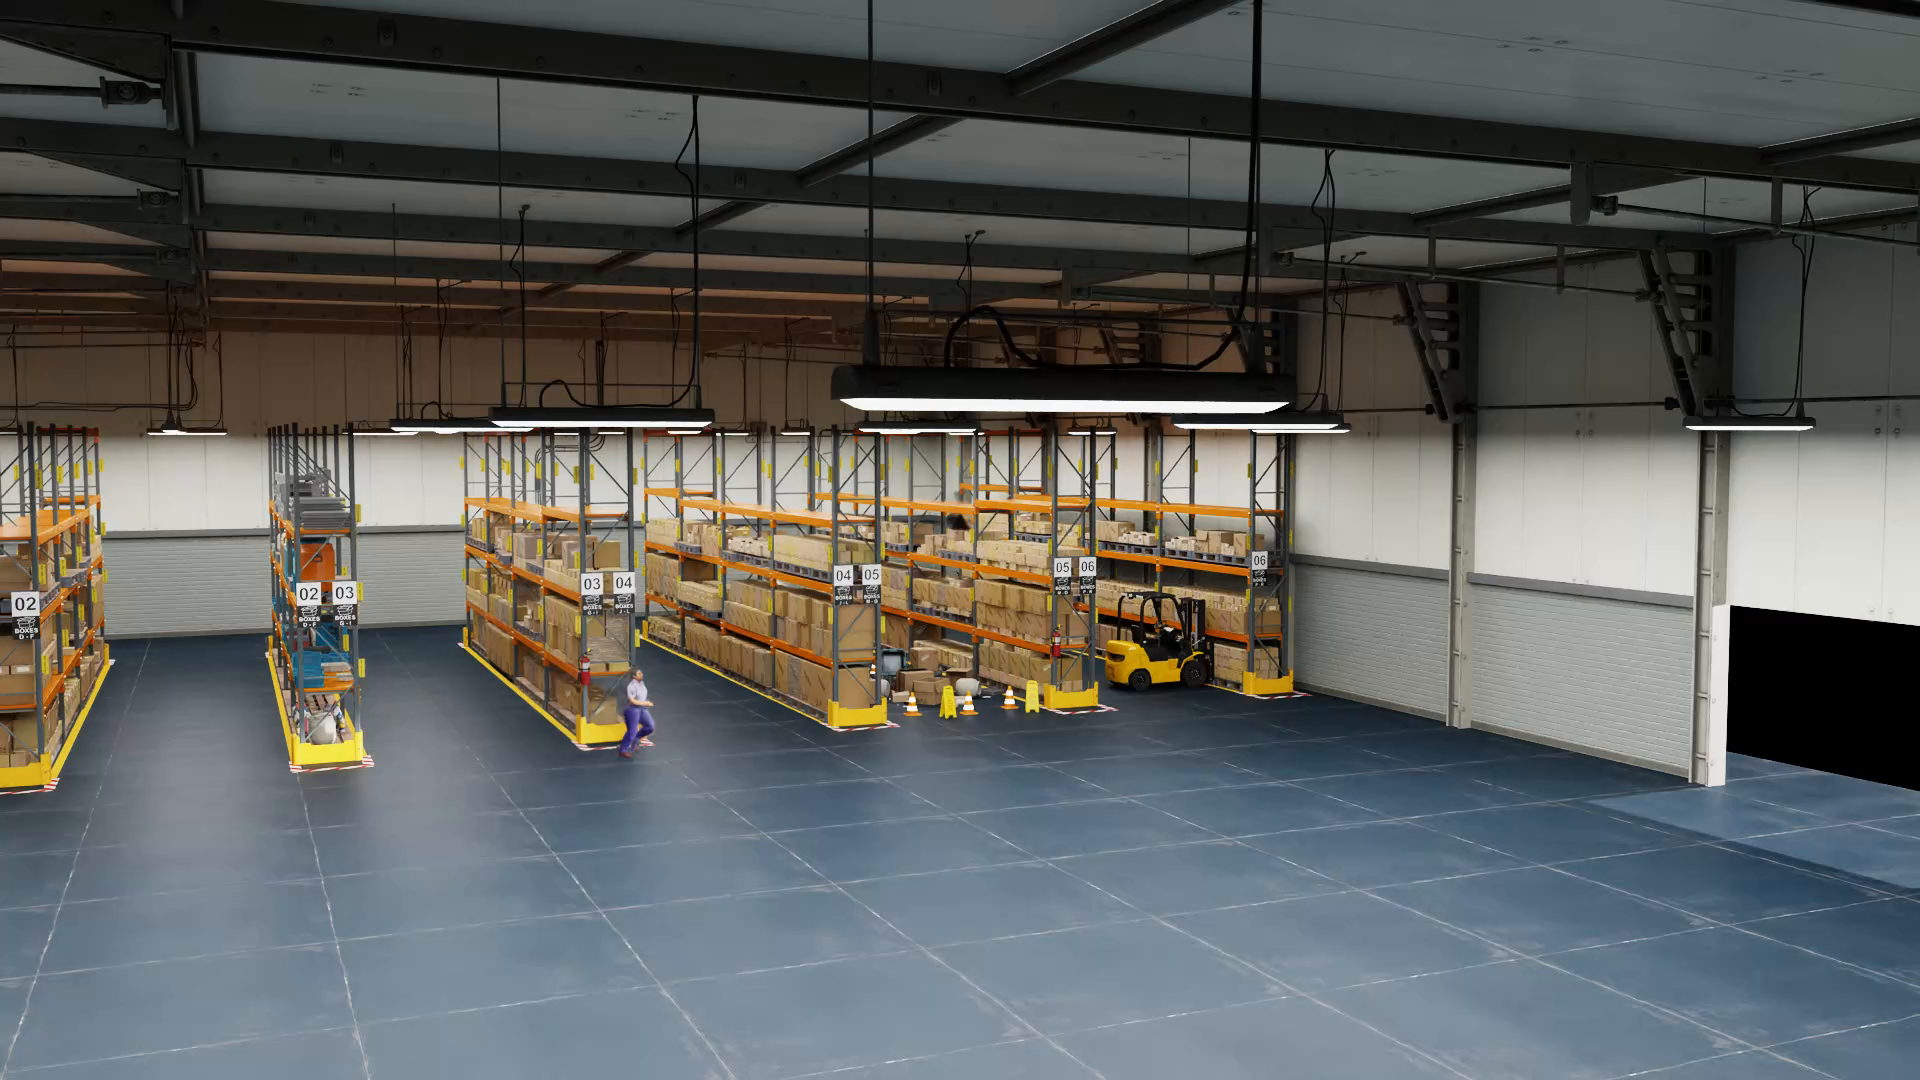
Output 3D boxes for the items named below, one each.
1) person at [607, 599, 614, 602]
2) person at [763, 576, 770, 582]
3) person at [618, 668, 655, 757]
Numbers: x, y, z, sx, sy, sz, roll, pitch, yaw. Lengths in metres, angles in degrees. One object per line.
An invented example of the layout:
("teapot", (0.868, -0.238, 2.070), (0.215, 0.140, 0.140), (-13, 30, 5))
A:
("person", (-9.840, 2.089, 46.321), (0.651, 1.664, 0.669), (-1, 4, -12))
("person", (-5.923, 1.800, 50.691), (0.554, 1.659, 0.559), (-1, 4, -19))
("person", (-5.787, 3.101, 29.897), (0.720, 1.572, 0.629), (1, 4, 18))
